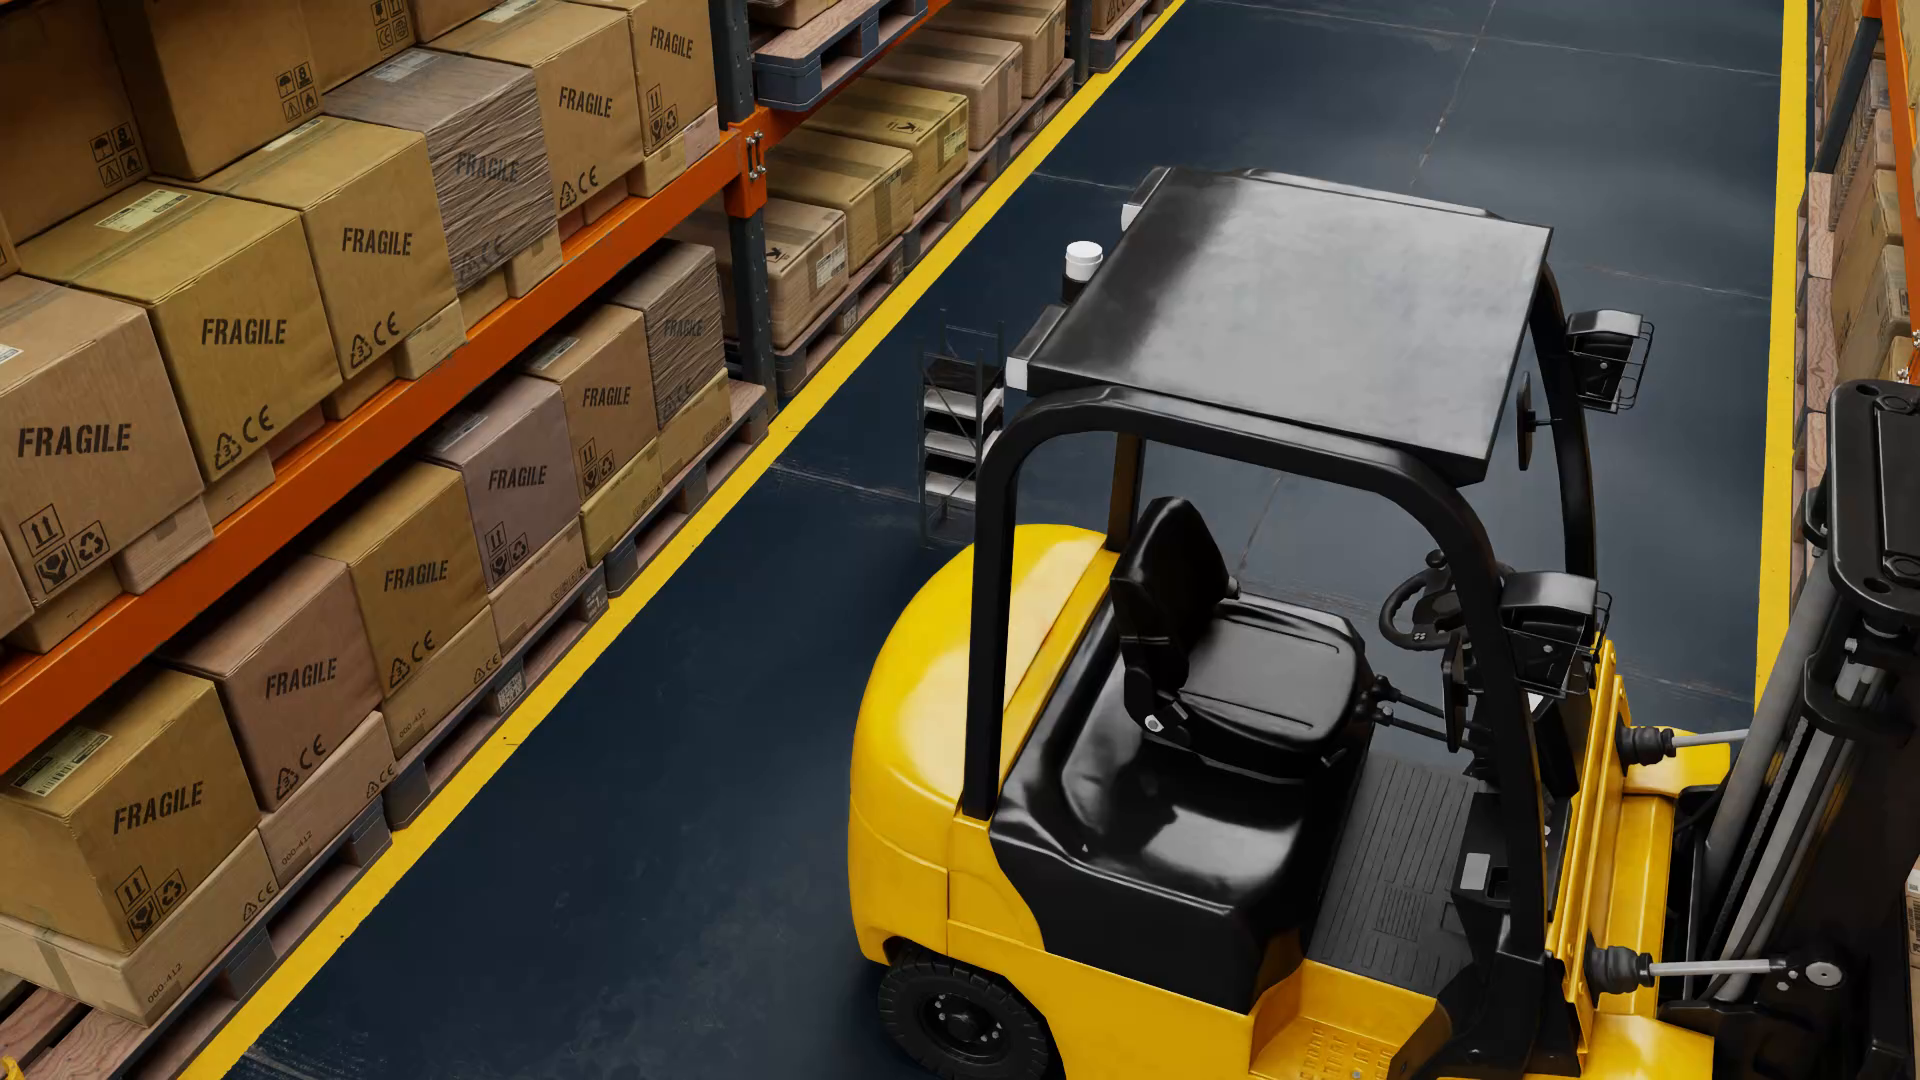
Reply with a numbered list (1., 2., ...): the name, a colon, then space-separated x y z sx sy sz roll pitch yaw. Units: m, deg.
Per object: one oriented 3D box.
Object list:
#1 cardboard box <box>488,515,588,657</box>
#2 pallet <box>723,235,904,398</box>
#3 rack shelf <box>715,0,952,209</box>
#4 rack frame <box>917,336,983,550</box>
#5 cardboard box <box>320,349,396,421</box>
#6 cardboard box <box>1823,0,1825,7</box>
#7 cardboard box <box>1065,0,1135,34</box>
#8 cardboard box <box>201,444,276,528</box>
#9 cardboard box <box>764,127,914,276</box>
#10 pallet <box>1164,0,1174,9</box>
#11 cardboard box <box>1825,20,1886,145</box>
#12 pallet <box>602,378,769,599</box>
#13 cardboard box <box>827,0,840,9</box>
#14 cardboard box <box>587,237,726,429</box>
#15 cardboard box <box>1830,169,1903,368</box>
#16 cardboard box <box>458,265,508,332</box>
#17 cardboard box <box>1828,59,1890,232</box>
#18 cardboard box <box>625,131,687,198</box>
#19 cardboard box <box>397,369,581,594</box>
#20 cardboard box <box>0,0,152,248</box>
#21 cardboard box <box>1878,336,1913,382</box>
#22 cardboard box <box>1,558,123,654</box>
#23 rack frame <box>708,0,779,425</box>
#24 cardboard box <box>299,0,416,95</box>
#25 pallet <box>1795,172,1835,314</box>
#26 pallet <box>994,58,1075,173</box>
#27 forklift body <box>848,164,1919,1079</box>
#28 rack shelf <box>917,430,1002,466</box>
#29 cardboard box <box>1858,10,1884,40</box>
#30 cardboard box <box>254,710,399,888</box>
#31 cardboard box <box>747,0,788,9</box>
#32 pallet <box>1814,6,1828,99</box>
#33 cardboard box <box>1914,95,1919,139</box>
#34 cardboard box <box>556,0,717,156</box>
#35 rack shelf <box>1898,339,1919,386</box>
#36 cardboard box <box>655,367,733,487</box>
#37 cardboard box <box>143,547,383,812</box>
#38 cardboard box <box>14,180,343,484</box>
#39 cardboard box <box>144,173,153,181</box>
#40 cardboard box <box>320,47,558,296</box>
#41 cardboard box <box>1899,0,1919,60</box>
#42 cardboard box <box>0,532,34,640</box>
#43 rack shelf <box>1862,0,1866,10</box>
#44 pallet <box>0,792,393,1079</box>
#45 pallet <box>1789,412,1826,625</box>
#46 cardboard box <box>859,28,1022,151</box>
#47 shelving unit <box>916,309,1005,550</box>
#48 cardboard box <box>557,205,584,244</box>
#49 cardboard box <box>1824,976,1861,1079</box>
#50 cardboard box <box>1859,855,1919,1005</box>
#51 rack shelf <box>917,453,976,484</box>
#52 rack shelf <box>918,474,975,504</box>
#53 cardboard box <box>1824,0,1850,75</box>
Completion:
1. cardboard box: -1.611 0.088 5.572 0.500 0.250 0.500 14 39 18
2. pallet: -0.948 -1.125 7.579 1.003 0.211 1.213 14 39 18
3. rack shelf: -0.482 -2.630 7.864 1.077 0.370 4.000 14 39 18
4. rack frame: -0.036 -0.309 5.911 0.240 0.900 0.006 14 39 18
5. cardboard box: -1.806 -0.488 4.607 0.380 0.149 0.250 13 39 17
6. cardboard box: 5.613 -3.490 10.150 0.500 0.500 0.500 13 39 16
7. cardboard box: 0.619 -3.706 10.127 0.875 0.875 0.875 14 39 17
8. cardboard box: -1.979 -0.189 4.207 0.380 0.149 0.250 15 39 19
9. cardboard box: -0.775 -1.616 7.751 0.950 0.372 0.625 16 40 21
10. pallet: 1.114 -4.001 11.427 1.003 0.211 1.213 14 39 18
11. cardboard box: 4.833 -2.347 8.622 0.500 0.500 0.500 15 39 19
12. pallet: -1.466 -0.314 6.494 1.003 0.211 1.213 14 39 18
13. cardboard box: -0.637 -2.249 6.612 0.380 0.149 0.250 15 39 19
14. cardboard box: -1.220 -0.789 6.120 0.500 0.500 0.500 13 39 17
15. cardboard box: 4.123 -1.035 6.762 0.875 0.625 0.625 12 38 16
16. cardboard box: -1.592 -0.765 4.977 0.380 0.149 0.250 13 39 17
17. cardboard box: 4.621 -1.772 7.748 0.875 0.625 0.625 15 39 19
18. cardboard box: -1.172 -1.323 5.725 0.380 0.149 0.250 15 39 19
19. cardboard box: -1.605 -0.225 5.365 0.500 0.500 0.500 16 40 20
20. cardboard box: -2.474 -1.073 4.013 0.700 0.500 0.500 13 39 17
21. cardboard box: 3.537 -0.191 5.632 0.875 0.625 0.625 16 40 20
22. cardboard box: -2.185 0.092 3.831 0.380 0.149 0.250 13 39 16
23. rack frame: -1.243 -1.811 6.167 1.000 3.000 0.127 14 39 18
24. cardboard box: -2.042 -1.627 4.754 0.700 0.500 0.500 13 39 17
25. pallet: 4.521 -1.333 7.857 1.003 0.211 1.213 14 39 18
26. pallet: -0.020 -2.476 9.387 1.003 0.211 1.213 14 39 18
27. forklift body: 0.861 0.407 3.909 2.313 2.155 1.214 14 39 18
28. rack shelf: 0.003 -0.338 6.007 0.258 0.077 0.200 14 39 18
29. cardboard box: 4.824 -2.655 8.492 0.380 0.149 0.250 12 38 16
30. cardboard box: -2.001 0.672 4.791 0.500 0.250 0.500 15 39 19
31. cardboard box: -0.799 -2.332 6.182 0.500 0.500 0.500 15 39 19
32. pallet: 5.655 -2.858 9.897 1.003 0.211 1.213 14 39 18
33. cardboard box: 3.702 -1.508 5.888 0.500 0.250 0.500 14 39 18
34. cardboard box: -1.182 -1.667 5.643 0.500 0.500 0.500 13 39 17
35. rack shelf: 2.588 0.713 3.391 1.077 0.370 4.000 14 39 18
36. cardboard box: -1.219 -0.489 6.345 0.500 0.250 0.500 16 40 20
37. cardboard box: -1.999 0.349 4.597 0.500 0.500 0.500 12 39 16
38. cardboard box: -1.941 -0.524 4.114 0.500 0.500 0.500 13 39 17
39. cardboard box: -2.215 -0.947 4.680 0.500 0.500 0.500 14 39 18
40. cardboard box: -1.565 -1.093 4.874 0.500 0.500 0.500 15 39 19
41. cardboard box: 4.090 -2.083 6.656 0.500 0.250 0.500 13 39 16
42. cardboard box: -2.328 0.046 3.352 0.500 0.500 0.500 13 39 17
43. rack shelf: 5.632 -3.716 9.317 1.077 0.370 4.000 14 39 18
44. pallet: -2.394 1.037 4.686 1.003 0.211 1.213 14 39 18
45. pallet: 3.593 0.018 6.050 1.003 0.211 1.213 14 39 18
46. cardboard box: -0.219 -2.420 8.827 0.950 0.372 0.625 13 39 17
47. shelving unit: 0.003 -0.365 5.987 0.258 0.900 0.210 14 39 18
48. cardboard box: -1.451 -1.062 5.375 0.380 0.149 0.250 13 39 17
49. cardboard box: 2.294 1.083 3.824 0.500 0.250 0.500 14 39 18
50. cardboard box: 2.285 0.895 3.658 0.500 0.250 0.500 13 39 17
51. rack shelf: 0.003 -0.266 6.060 0.258 0.077 0.200 14 39 18
52. rack shelf: 0.003 -0.194 6.114 0.258 0.077 0.200 14 39 18
53. cardboard box: 5.230 -2.912 9.378 0.500 0.500 0.500 16 39 20
